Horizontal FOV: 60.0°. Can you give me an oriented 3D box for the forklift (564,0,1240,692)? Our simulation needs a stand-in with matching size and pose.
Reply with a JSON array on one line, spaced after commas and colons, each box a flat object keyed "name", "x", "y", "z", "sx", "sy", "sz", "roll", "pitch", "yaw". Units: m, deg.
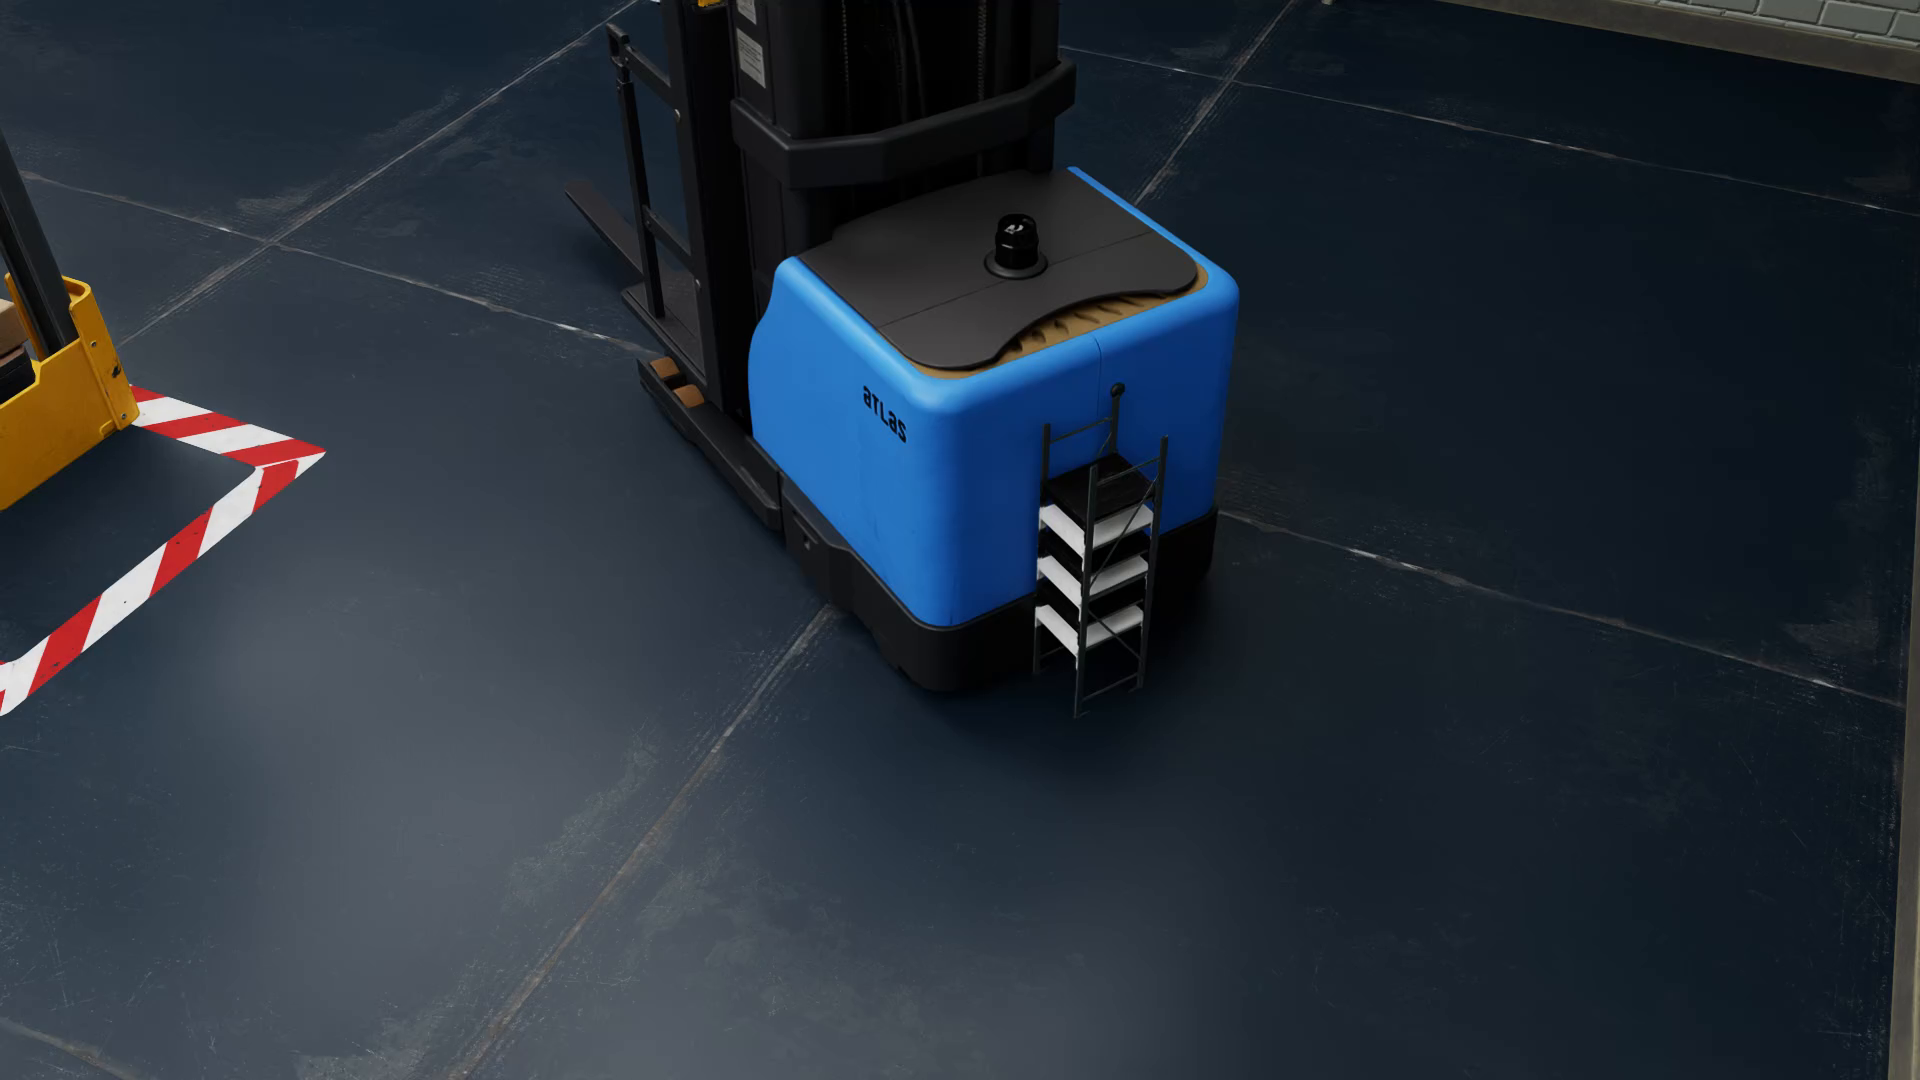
[{"name": "forklift", "x": -0.455, "y": -1.621, "z": 4.882, "sx": 1.130, "sy": 2.935, "sz": 3.031, "roll": -23, "pitch": 46, "yaw": -24}]

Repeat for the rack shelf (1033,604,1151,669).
[{"name": "rack shelf", "x": 0.367, "y": 0.226, "z": 4.628, "sx": 0.258, "sy": 0.077, "sz": 0.200, "roll": -23, "pitch": 46, "yaw": -24}]

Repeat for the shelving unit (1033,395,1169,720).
[{"name": "shelving unit", "x": 0.367, "y": 0.064, "z": 4.489, "sx": 0.258, "sy": 0.900, "sz": 0.210, "roll": -23, "pitch": 46, "yaw": -24}]

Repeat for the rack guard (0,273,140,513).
[{"name": "rack guard", "x": -3.217, "y": -0.337, "z": 5.257, "sx": 0.348, "sy": 0.500, "sz": 1.175, "roll": 17, "pitch": 44, "yaw": 19}]

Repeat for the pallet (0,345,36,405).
[{"name": "pallet", "x": -3.940, "y": -0.448, "z": 5.606, "sx": 1.213, "sy": 0.211, "sz": 1.003, "roll": 17, "pitch": 44, "yaw": 19}]

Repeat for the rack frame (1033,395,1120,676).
[{"name": "rack frame", "x": 0.312, "y": 0.008, "z": 4.553, "sx": 0.240, "sy": 0.900, "sz": 0.006, "roll": -23, "pitch": 46, "yaw": -24}]

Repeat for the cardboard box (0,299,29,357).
[{"name": "cardboard box", "x": -3.383, "y": -0.670, "z": 5.573, "sx": 0.250, "sy": 0.149, "sz": 0.380, "roll": 17, "pitch": 44, "yaw": 19}]

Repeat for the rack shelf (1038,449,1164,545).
[{"name": "rack shelf", "x": 0.367, "y": -0.114, "z": 4.334, "sx": 0.258, "sy": 0.077, "sz": 0.200, "roll": -23, "pitch": 46, "yaw": -24}]

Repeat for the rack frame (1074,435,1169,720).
[{"name": "rack frame", "x": 0.422, "y": 0.120, "z": 4.424, "sx": 0.240, "sy": 0.900, "sz": 0.006, "roll": -23, "pitch": 46, "yaw": -24}]

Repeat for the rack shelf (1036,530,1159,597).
[{"name": "rack shelf", "x": 0.367, "y": 0.022, "z": 4.451, "sx": 0.258, "sy": 0.077, "sz": 0.200, "roll": -23, "pitch": 46, "yaw": -24}]

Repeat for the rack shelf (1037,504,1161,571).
[{"name": "rack shelf", "x": 0.367, "y": -0.046, "z": 4.393, "sx": 0.258, "sy": 0.077, "sz": 0.200, "roll": -23, "pitch": 46, "yaw": -24}]

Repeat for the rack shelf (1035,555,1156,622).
[{"name": "rack shelf", "x": 0.367, "y": 0.090, "z": 4.510, "sx": 0.258, "sy": 0.077, "sz": 0.200, "roll": -23, "pitch": 46, "yaw": -24}]

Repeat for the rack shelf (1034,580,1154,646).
[{"name": "rack shelf", "x": 0.367, "y": 0.158, "z": 4.569, "sx": 0.258, "sy": 0.077, "sz": 0.200, "roll": -23, "pitch": 46, "yaw": -24}]

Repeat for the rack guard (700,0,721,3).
[{"name": "rack guard", "x": -1.036, "y": -3.251, "z": 8.619, "sx": 0.348, "sy": 0.500, "sz": 1.175, "roll": 17, "pitch": 44, "yaw": 19}]

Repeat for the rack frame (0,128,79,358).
[{"name": "rack frame", "x": -3.148, "y": -1.261, "z": 4.414, "sx": 0.127, "sy": 3.000, "sz": 1.000, "roll": 17, "pitch": 44, "yaw": 19}]
